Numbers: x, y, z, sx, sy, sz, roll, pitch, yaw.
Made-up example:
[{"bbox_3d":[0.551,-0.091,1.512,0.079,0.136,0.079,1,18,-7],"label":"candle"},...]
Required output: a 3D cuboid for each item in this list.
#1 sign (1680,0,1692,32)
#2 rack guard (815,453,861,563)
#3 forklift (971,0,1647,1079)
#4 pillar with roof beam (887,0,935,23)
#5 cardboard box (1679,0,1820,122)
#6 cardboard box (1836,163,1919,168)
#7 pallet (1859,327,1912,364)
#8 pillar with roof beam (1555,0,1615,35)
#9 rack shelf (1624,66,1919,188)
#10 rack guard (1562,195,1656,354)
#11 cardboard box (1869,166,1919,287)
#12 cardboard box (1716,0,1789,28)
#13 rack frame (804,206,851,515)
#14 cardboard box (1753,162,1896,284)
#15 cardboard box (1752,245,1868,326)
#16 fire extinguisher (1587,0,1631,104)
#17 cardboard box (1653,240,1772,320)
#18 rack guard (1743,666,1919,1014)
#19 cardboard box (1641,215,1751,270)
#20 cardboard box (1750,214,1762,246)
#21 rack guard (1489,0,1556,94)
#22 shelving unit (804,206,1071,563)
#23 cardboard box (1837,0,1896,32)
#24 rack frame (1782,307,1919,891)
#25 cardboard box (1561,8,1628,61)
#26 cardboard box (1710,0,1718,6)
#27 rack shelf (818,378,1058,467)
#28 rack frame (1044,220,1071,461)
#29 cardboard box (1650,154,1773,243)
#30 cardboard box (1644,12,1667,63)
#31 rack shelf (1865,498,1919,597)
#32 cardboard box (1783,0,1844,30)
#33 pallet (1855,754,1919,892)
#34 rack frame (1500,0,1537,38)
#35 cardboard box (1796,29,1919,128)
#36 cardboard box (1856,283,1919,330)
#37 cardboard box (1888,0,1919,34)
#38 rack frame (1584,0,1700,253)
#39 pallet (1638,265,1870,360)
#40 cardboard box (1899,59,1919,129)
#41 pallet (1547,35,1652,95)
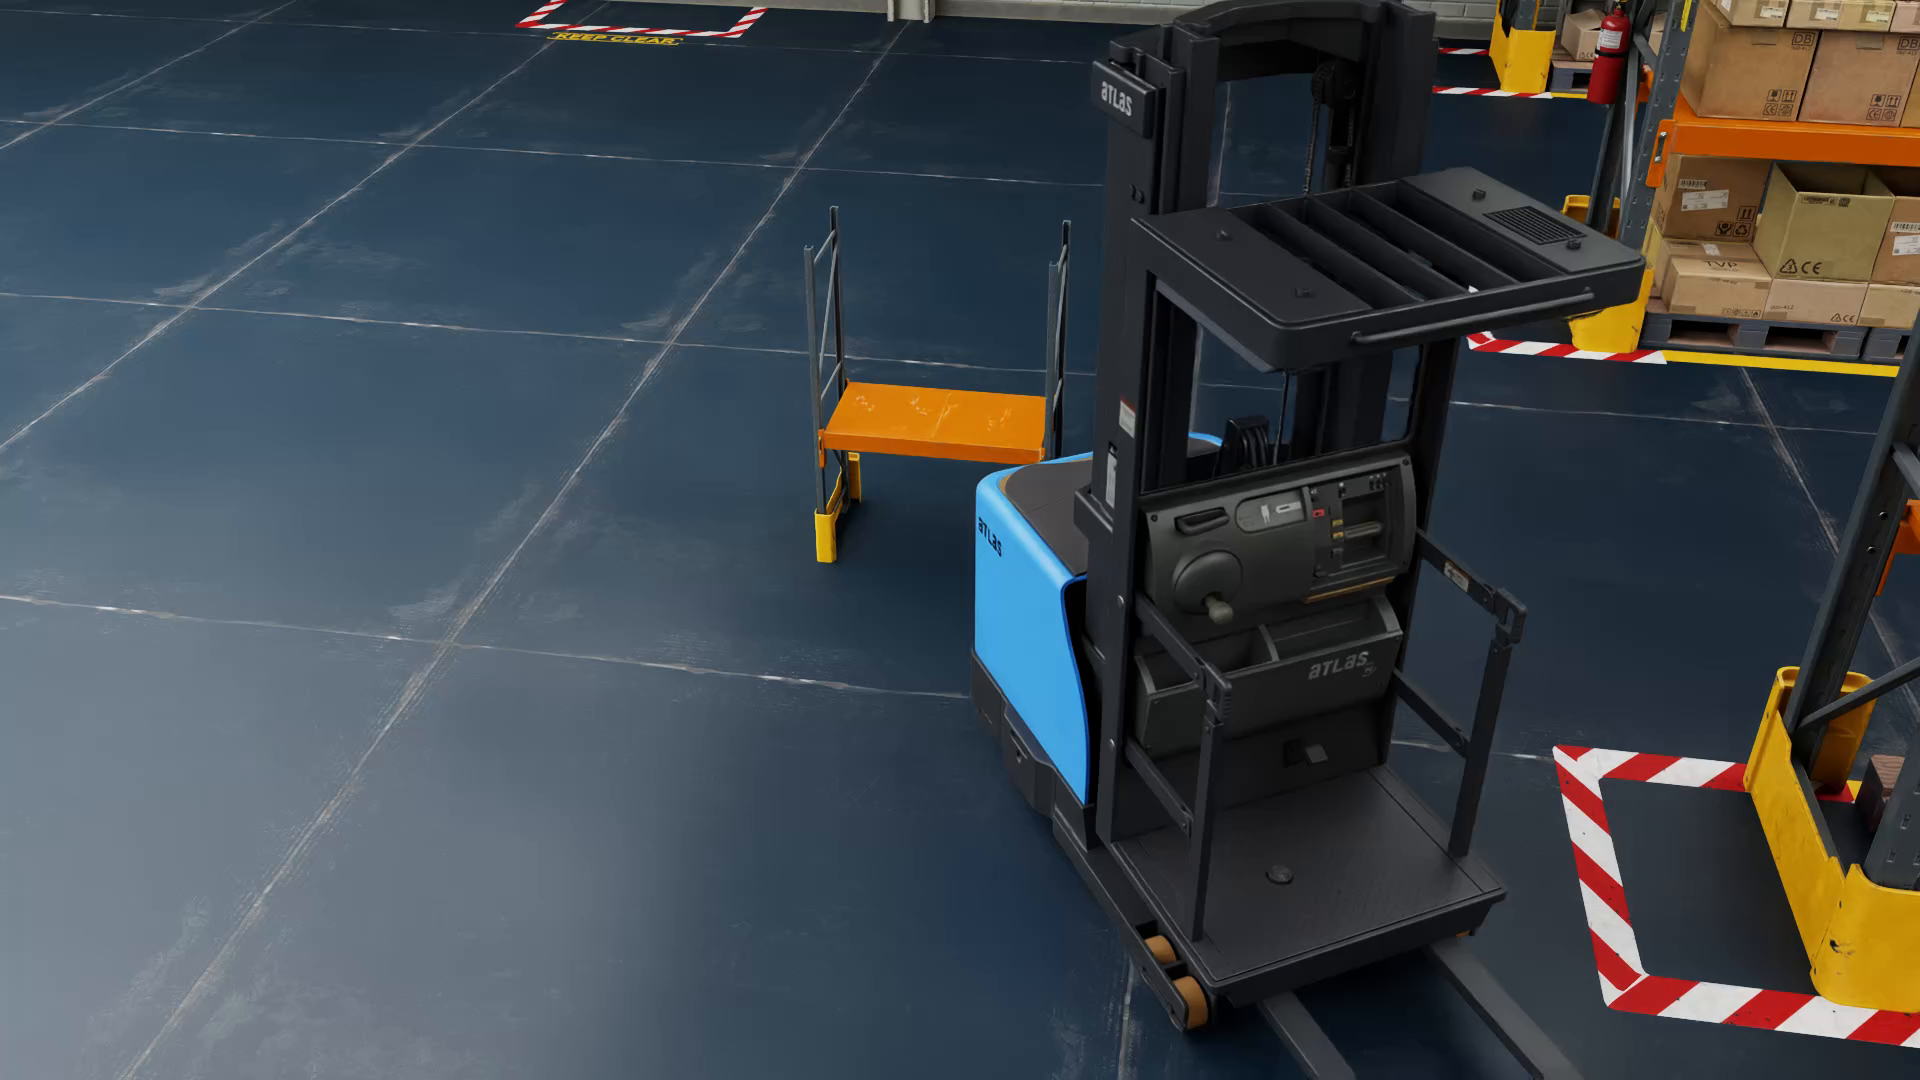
[{"bbox_3d":[3.699,-2.753,8.431,0.005,0.325,0.100,5,32,8],"label":"sign"},{"bbox_3d":[-0.566,-0.157,7.766,0.087,0.250,0.587,5,32,8],"label":"rack guard"},{"bbox_3d":[1.071,0.052,4.905,1.130,2.935,3.031,-12,34,-19],"label":"forklift"},{"bbox_3d":[-1.175,-6.450,9.574,0.400,9.000,9.100,5,32,8],"label":"pillar with roof beam"},{"bbox_3d":[4.256,-2.636,9.041,0.500,0.500,0.700,5,32,8],"label":"cardboard box"},{"bbox_3d":[5.365,-1.999,9.605,0.500,0.500,0.500,5,32,8],"label":"cardboard box"},{"bbox_3d":[5.758,-1.304,9.634,1.213,0.211,1.003,5,32,8],"label":"pallet"},{"bbox_3d":[4.739,-5.915,8.718,0.400,9.000,9.100,5,32,8],"label":"pillar with roof beam"},{"bbox_3d":[5.770,-2.159,9.050,4.000,0.370,1.077,5,32,8],"label":"rack shelf"},{"bbox_3d":[3.774,-1.585,9.811,0.348,0.500,1.175,5,32,8],"label":"rack guard"},{"bbox_3d":[5.278,-1.727,9.171,0.500,0.500,0.500,5,32,8],"label":"cardboard box"},{"bbox_3d":[4.149,-2.812,8.710,0.250,0.149,0.380,5,32,8],"label":"cardboard box"},{"bbox_3d":[-0.585,-0.689,7.437,0.032,1.500,0.500,5,32,8],"label":"rack frame"},{"bbox_3d":[4.782,-1.765,9.231,0.500,0.500,0.500,5,32,8],"label":"cardboard box"},{"bbox_3d":[4.783,-1.448,9.432,0.500,0.250,0.500,5,32,8],"label":"cardboard box"},{"bbox_3d":[3.760,-2.863,9.570,0.183,0.674,0.296,5,32,8],"label":"fire extinguisher"},{"bbox_3d":[4.289,-1.491,9.500,0.500,0.250,0.500,5,32,8],"label":"cardboard box"},{"bbox_3d":[3.044,0.990,5.698,0.348,0.500,1.175,5,32,8],"label":"rack guard"},{"bbox_3d":[4.376,-1.762,9.933,0.500,0.250,0.500,5,32,8],"label":"cardboard box"},{"bbox_3d":[4.871,-1.723,9.872,0.500,0.250,0.500,5,32,8],"label":"cardboard box"},{"bbox_3d":[4.703,-4.167,13.936,0.348,0.500,1.175,5,32,8],"label":"rack guard"},{"bbox_3d":[-0.075,-0.643,7.363,1.083,1.500,0.587,5,32,8],"label":"shelving unit"},{"bbox_3d":[4.655,-2.767,8.638,0.250,0.149,0.380,5,32,8],"label":"cardboard box"},{"bbox_3d":[2.961,-0.052,5.006,0.127,3.000,1.000,5,32,8],"label":"rack frame"},{"bbox_3d":[5.295,-4.171,13.707,0.500,0.311,0.500,2,32,3],"label":"cardboard box"},{"bbox_3d":[4.207,-3.025,9.050,0.250,0.149,0.380,5,32,7],"label":"cardboard box"},{"bbox_3d":[-0.084,-0.491,7.460,1.000,0.185,0.538,5,32,8],"label":"rack shelf"},{"bbox_3d":[0.417,-0.598,7.292,0.032,1.500,0.500,5,32,8],"label":"rack frame"},{"bbox_3d":[4.377,-2.081,9.736,0.500,0.500,0.500,5,32,8],"label":"cardboard box"},{"bbox_3d":[5.857,-4.121,13.625,0.500,0.311,0.500,8,33,12],"label":"cardboard box"},{"bbox_3d":[4.933,0.431,4.912,4.000,0.370,1.077,5,32,8],"label":"rack shelf"},{"bbox_3d":[4.409,-2.790,8.674,0.250,0.149,0.380,4,32,7],"label":"cardboard box"},{"bbox_3d":[3.844,1.187,5.654,1.213,0.211,1.003,5,32,8],"label":"pallet"},{"bbox_3d":[4.628,-5.234,13.284,0.127,3.000,1.000,5,32,8],"label":"rack frame"},{"bbox_3d":[4.775,-2.592,8.970,0.500,0.500,0.700,6,33,9],"label":"cardboard box"},{"bbox_3d":[5.276,-1.403,9.360,0.500,0.250,0.500,5,32,8],"label":"cardboard box"},{"bbox_3d":[4.903,-2.743,8.600,0.250,0.149,0.380,5,32,7],"label":"cardboard box"},{"bbox_3d":[3.798,-2.642,9.144,0.127,3.000,1.000,5,32,8],"label":"rack frame"},{"bbox_3d":[4.559,-1.414,9.810,1.213,0.211,1.003,5,32,8],"label":"pallet"},{"bbox_3d":[5.263,-2.545,8.894,0.500,0.500,0.700,5,32,9],"label":"cardboard box"},{"bbox_3d":[5.498,-3.954,13.868,1.213,0.211,1.003,5,32,8],"label":"pallet"}]
